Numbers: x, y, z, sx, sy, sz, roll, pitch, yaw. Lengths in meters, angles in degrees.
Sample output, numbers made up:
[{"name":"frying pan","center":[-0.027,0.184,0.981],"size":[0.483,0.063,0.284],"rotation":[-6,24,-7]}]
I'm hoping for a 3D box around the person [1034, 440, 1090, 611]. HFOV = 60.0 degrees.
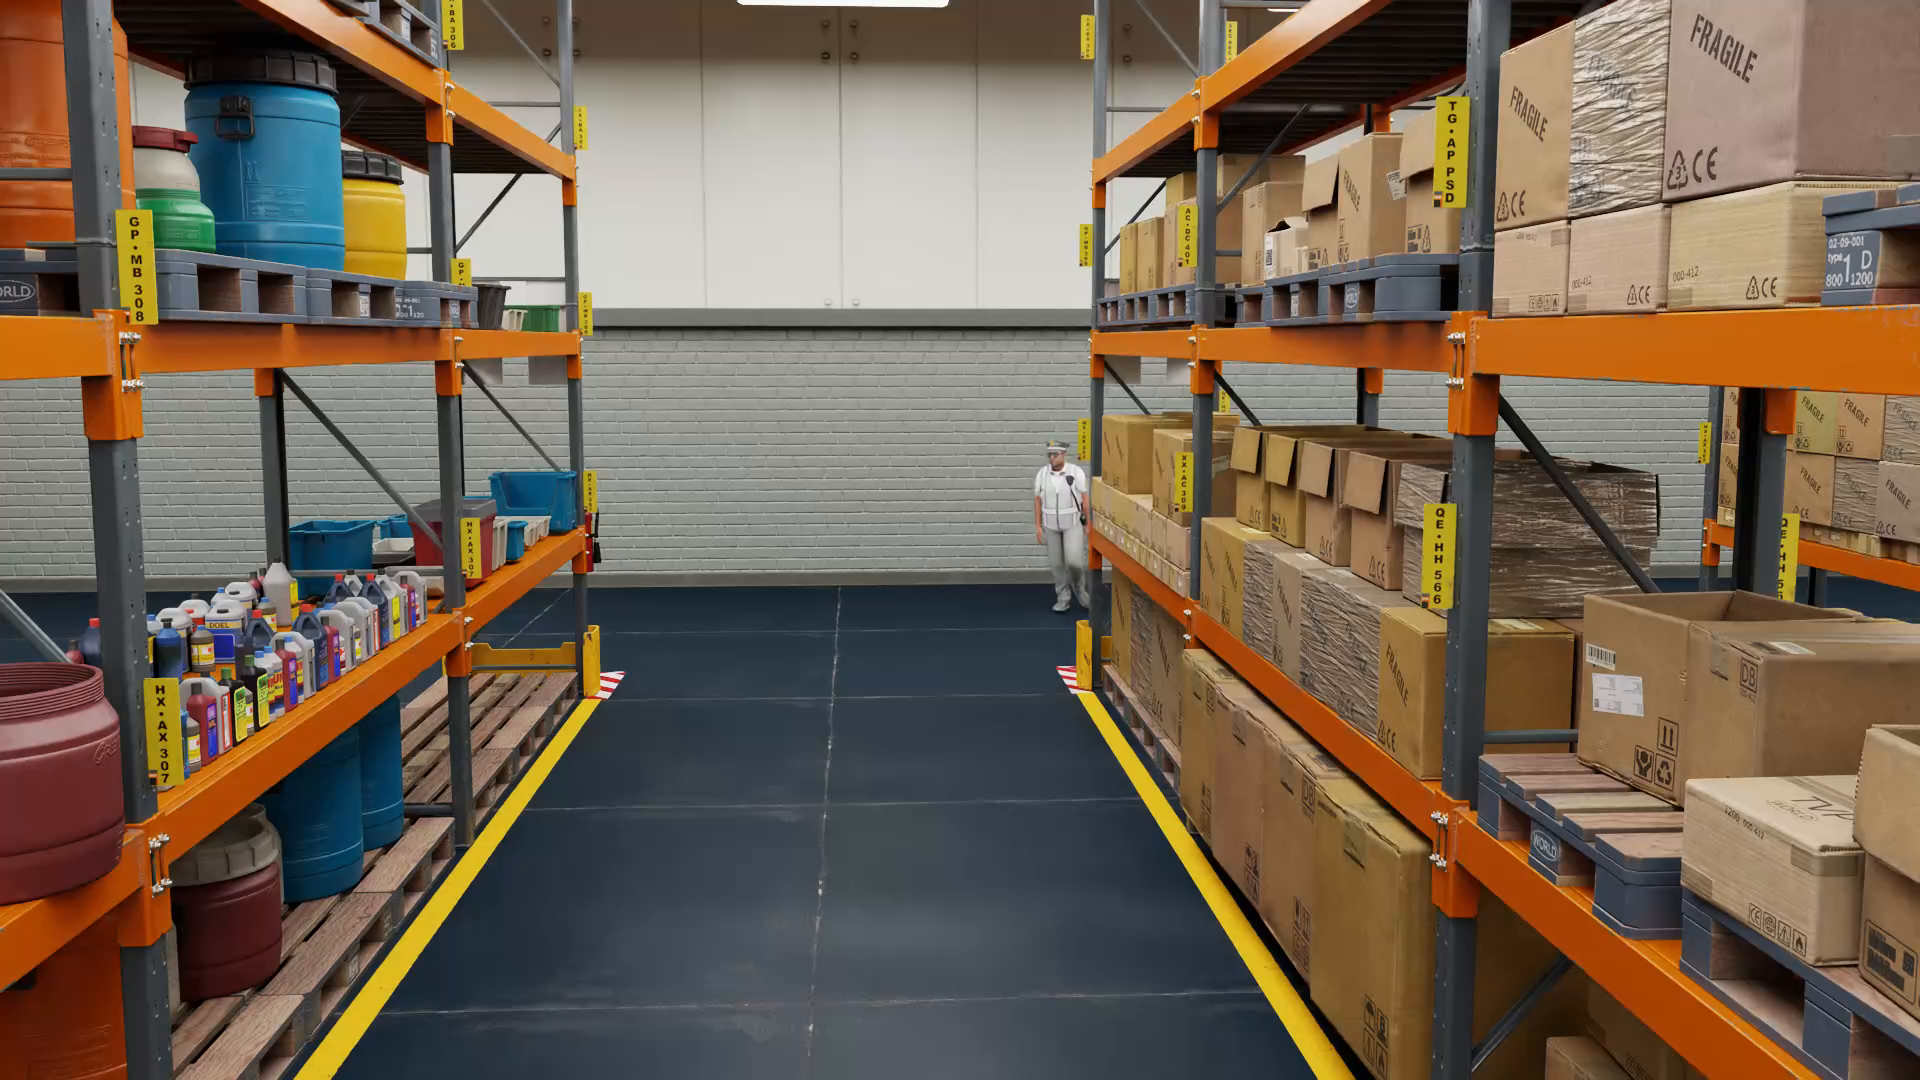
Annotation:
[{"name":"person","center":[1.044,-0.149,16.797],"size":[0.596,1.748,0.484],"rotation":[2,7,20]}]
